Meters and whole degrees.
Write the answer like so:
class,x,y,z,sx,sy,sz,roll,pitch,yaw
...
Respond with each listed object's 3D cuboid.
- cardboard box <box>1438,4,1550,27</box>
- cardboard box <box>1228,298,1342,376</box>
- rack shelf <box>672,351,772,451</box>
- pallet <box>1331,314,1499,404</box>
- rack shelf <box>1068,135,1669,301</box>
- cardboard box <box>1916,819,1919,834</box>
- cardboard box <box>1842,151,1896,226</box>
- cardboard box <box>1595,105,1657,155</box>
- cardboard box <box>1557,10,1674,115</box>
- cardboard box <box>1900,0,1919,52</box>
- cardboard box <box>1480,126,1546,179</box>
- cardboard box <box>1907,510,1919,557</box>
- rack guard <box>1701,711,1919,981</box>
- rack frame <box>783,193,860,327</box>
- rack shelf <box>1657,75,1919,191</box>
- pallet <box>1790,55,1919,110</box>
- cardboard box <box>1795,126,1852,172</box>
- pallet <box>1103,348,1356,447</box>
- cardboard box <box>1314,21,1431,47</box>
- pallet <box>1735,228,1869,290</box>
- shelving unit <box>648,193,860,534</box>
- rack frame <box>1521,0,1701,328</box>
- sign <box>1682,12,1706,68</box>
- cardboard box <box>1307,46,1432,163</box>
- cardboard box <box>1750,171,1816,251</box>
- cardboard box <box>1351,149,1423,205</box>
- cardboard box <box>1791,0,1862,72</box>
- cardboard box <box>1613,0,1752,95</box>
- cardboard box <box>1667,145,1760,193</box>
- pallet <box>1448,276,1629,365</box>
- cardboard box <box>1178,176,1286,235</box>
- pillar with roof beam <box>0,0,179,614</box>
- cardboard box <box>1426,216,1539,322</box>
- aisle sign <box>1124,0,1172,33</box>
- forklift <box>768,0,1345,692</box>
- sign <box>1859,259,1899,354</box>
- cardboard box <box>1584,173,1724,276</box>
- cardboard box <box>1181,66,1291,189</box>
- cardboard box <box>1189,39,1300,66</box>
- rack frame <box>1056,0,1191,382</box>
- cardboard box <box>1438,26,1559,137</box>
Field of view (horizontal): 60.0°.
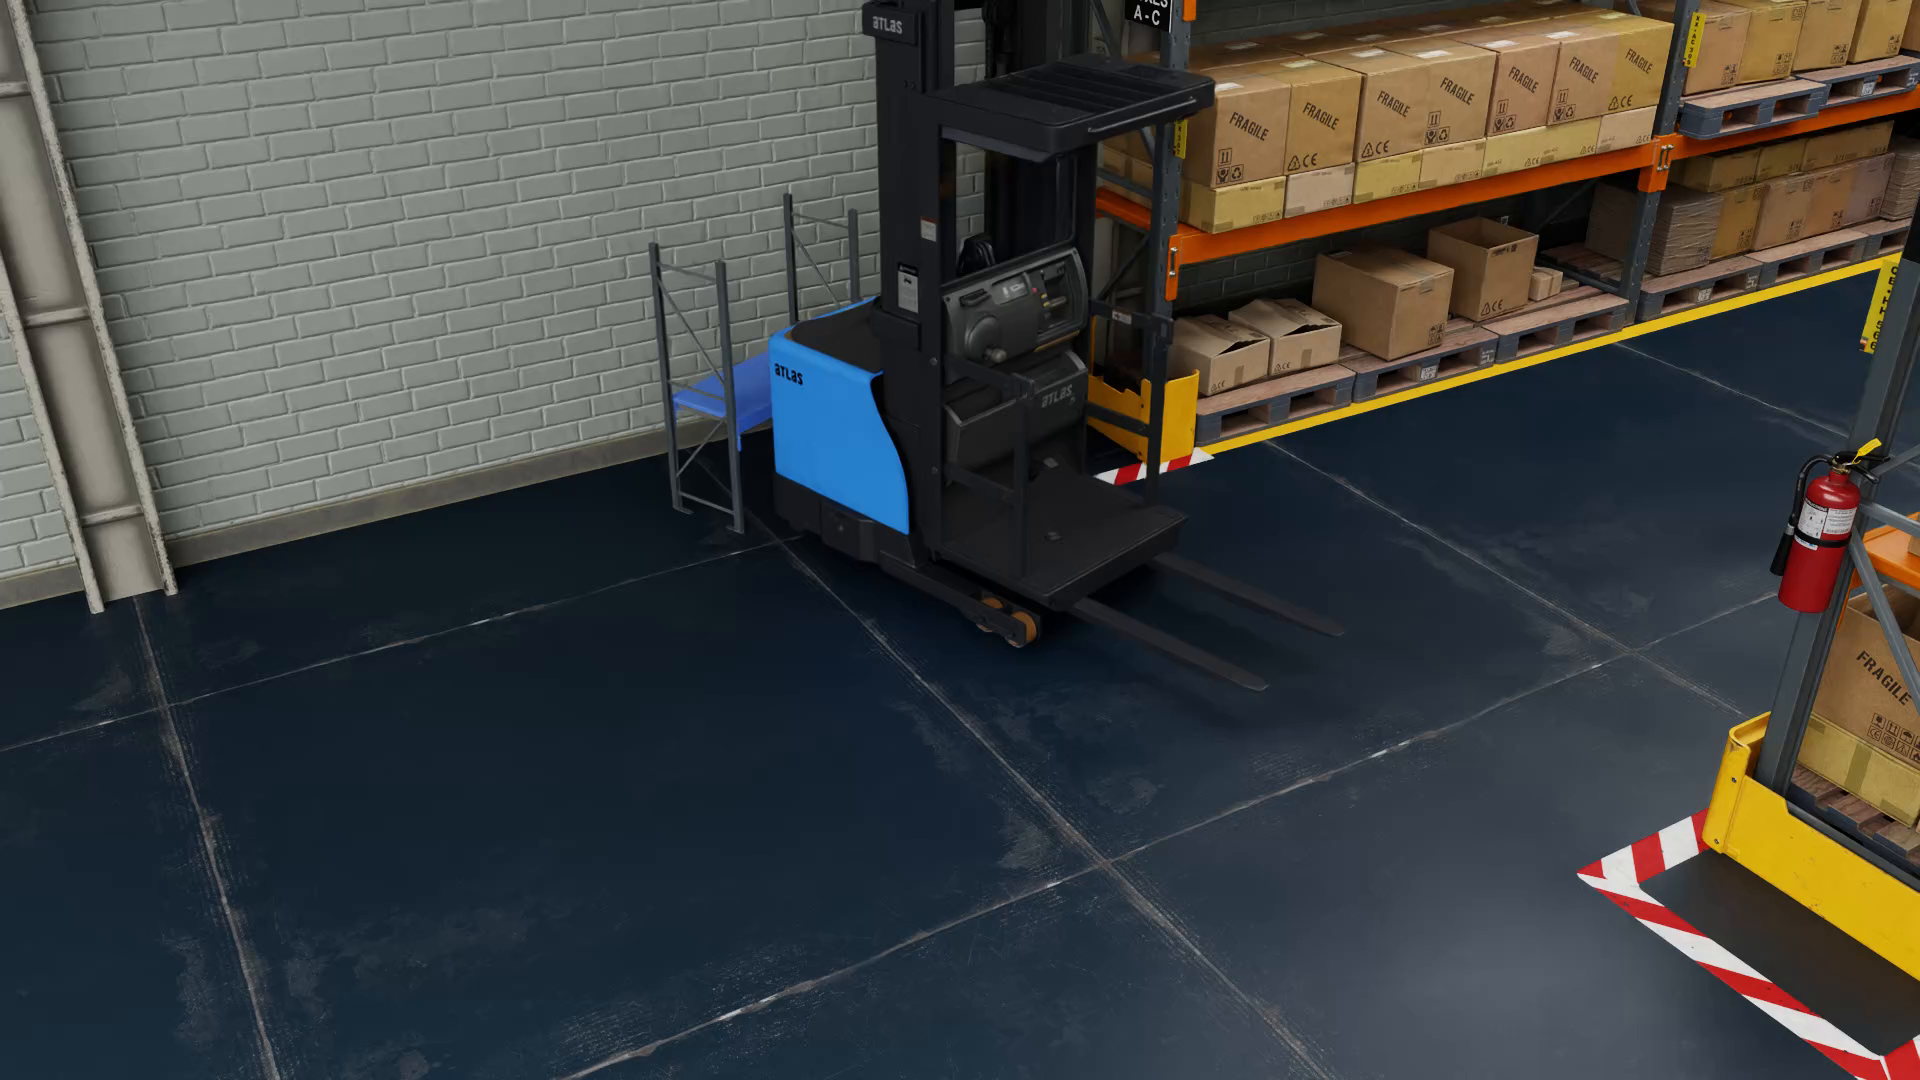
class,x,y,z,sx,sy,sz,roll,pitch,yaw
cardboard box,3.363,-3.100,10.622,0.500,0.500,0.500,-16,33,-27
cardboard box,2.007,-1.290,10.310,0.500,0.311,0.500,-13,31,-22
rack shelf,-1.054,-0.806,9.030,0.538,0.185,1.000,19,34,31
pallet,2.708,-1.281,10.853,1.213,0.211,1.003,-16,33,-26
rack shelf,2.598,-2.177,10.336,4.000,0.370,1.077,-16,33,-26
cardboard box,3.961,1.041,6.170,0.500,0.250,0.500,-16,33,-26
cardboard box,6.673,-2.784,12.821,0.500,0.500,0.700,-16,33,-26
cardboard box,4.067,-2.683,10.641,0.500,0.250,0.500,-16,33,-26
cardboard box,4.071,-3.009,10.456,0.500,0.500,0.500,-16,33,-26
cardboard box,6.902,-3.930,12.208,0.500,0.500,0.700,-19,34,-31
cardboard box,3.208,-2.435,10.192,0.500,0.250,0.500,-16,33,-27
cardboard box,3.795,-0.093,5.710,0.500,0.500,0.700,-16,33,-26
rack guard,3.365,1.160,6.130,0.348,0.500,1.175,-16,33,-26
rack frame,-0.754,-1.162,9.303,0.500,1.500,0.032,19,34,31
rack shelf,6.046,-3.157,12.110,4.000,0.370,1.077,-16,33,-26
pallet,6.085,-3.375,11.961,1.213,0.211,1.003,-16,33,-26
cardboard box,6.212,-2.948,12.343,0.500,0.250,0.500,-16,33,-27
pallet,1.657,-0.985,10.316,1.213,0.211,1.003,-16,33,-26
cardboard box,2.489,-2.849,10.166,0.500,0.500,0.500,-15,32,-26
pallet,6.046,-2.253,12.614,1.213,0.211,1.003,-16,33,-26
shelving unit,-1.054,-0.963,8.943,0.538,1.500,1.048,19,34,31
rack frame,4.322,-2.982,11.049,0.127,3.000,1.000,-16,33,-26
sign,4.604,-3.137,10.434,0.005,0.325,0.100,-16,33,-26
cardboard box,2.317,-2.507,9.546,0.500,0.500,0.500,-17,33,-28
cardboard box,5.829,-2.523,12.349,0.500,0.500,0.700,-15,32,-26
cardboard box,2.338,-2.188,9.745,0.500,0.250,0.500,-16,33,-27
cardboard box,5.815,-3.637,11.677,0.500,0.500,0.700,-11,31,-20
cardboard box,4.778,-3.329,11.118,0.500,0.500,0.700,-16,33,-26
cardboard box,5.326,-2.705,11.902,0.500,0.250,0.500,-17,33,-27
pallet,3.761,-1.582,11.398,1.213,0.211,1.003,-16,33,-26
cardboard box,1.455,-1.933,9.283,0.500,0.250,0.500,-17,33,-28
pillar with roof beam,-1.953,-1.899,2.878,0.400,9.000,9.100,-16,33,-26
cardboard box,3.447,-1.809,11.056,0.500,0.500,0.500,-19,34,-30
aisle sign,0.963,-2.998,8.388,0.004,0.787,0.394,-16,33,-26
forklift,0.422,-1.062,7.641,3.031,2.935,1.130,25,37,37
sign,3.123,-0.780,5.616,0.005,0.325,0.100,-16,33,-26
cardboard box,4.948,-2.267,11.886,0.500,0.500,0.700,-15,32,-25
cardboard box,1.437,-2.266,9.110,0.500,0.500,0.500,-16,33,-26
cardboard box,1.611,-2.597,9.710,0.500,0.500,0.500,-15,32,-26
rack frame,0.873,-2.003,9.275,0.127,3.000,1.000,-16,33,-26
cardboard box,3.204,-2.765,10.015,0.500,0.500,0.500,-17,33,-28
